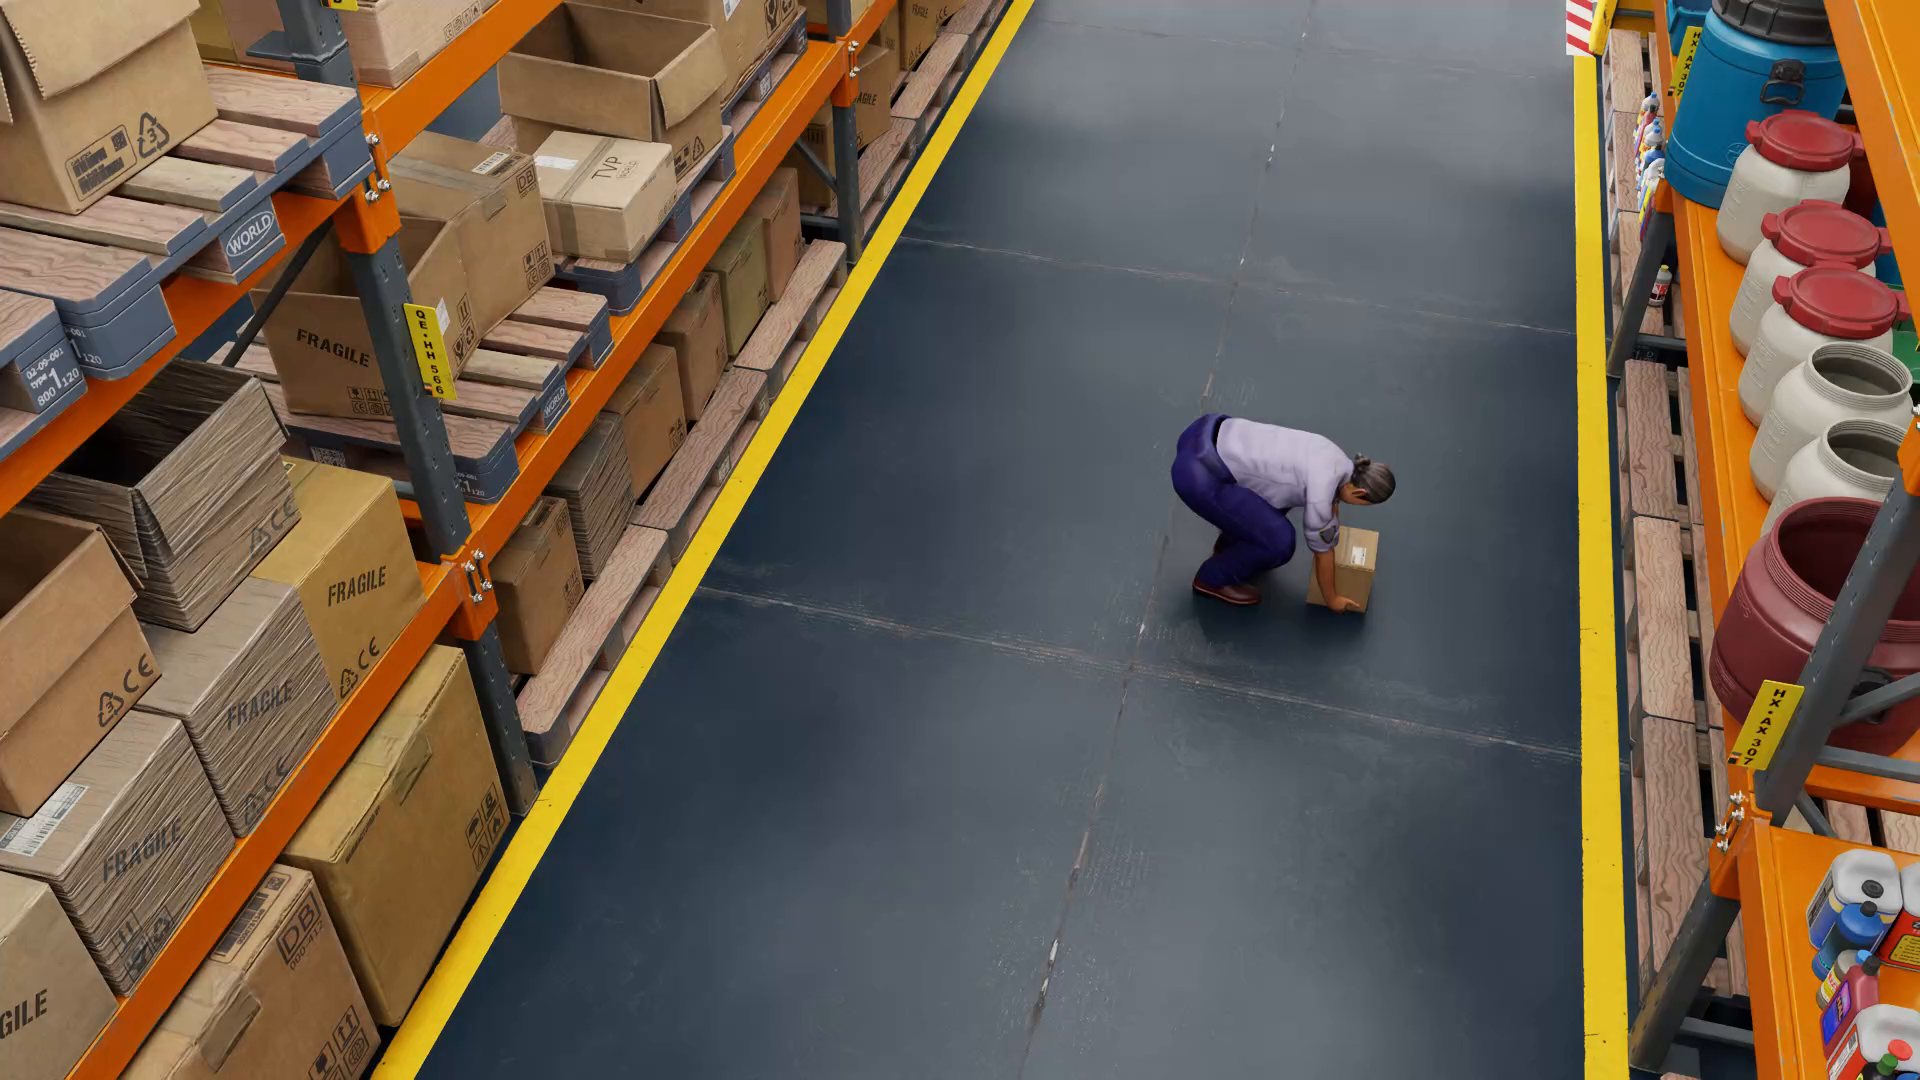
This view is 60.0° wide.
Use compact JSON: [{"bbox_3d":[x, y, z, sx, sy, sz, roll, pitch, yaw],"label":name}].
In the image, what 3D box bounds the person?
[{"bbox_3d":[1.363,-0.190,6.896,0.910,0.978,0.480,8,42,9],"label":"person"}]
